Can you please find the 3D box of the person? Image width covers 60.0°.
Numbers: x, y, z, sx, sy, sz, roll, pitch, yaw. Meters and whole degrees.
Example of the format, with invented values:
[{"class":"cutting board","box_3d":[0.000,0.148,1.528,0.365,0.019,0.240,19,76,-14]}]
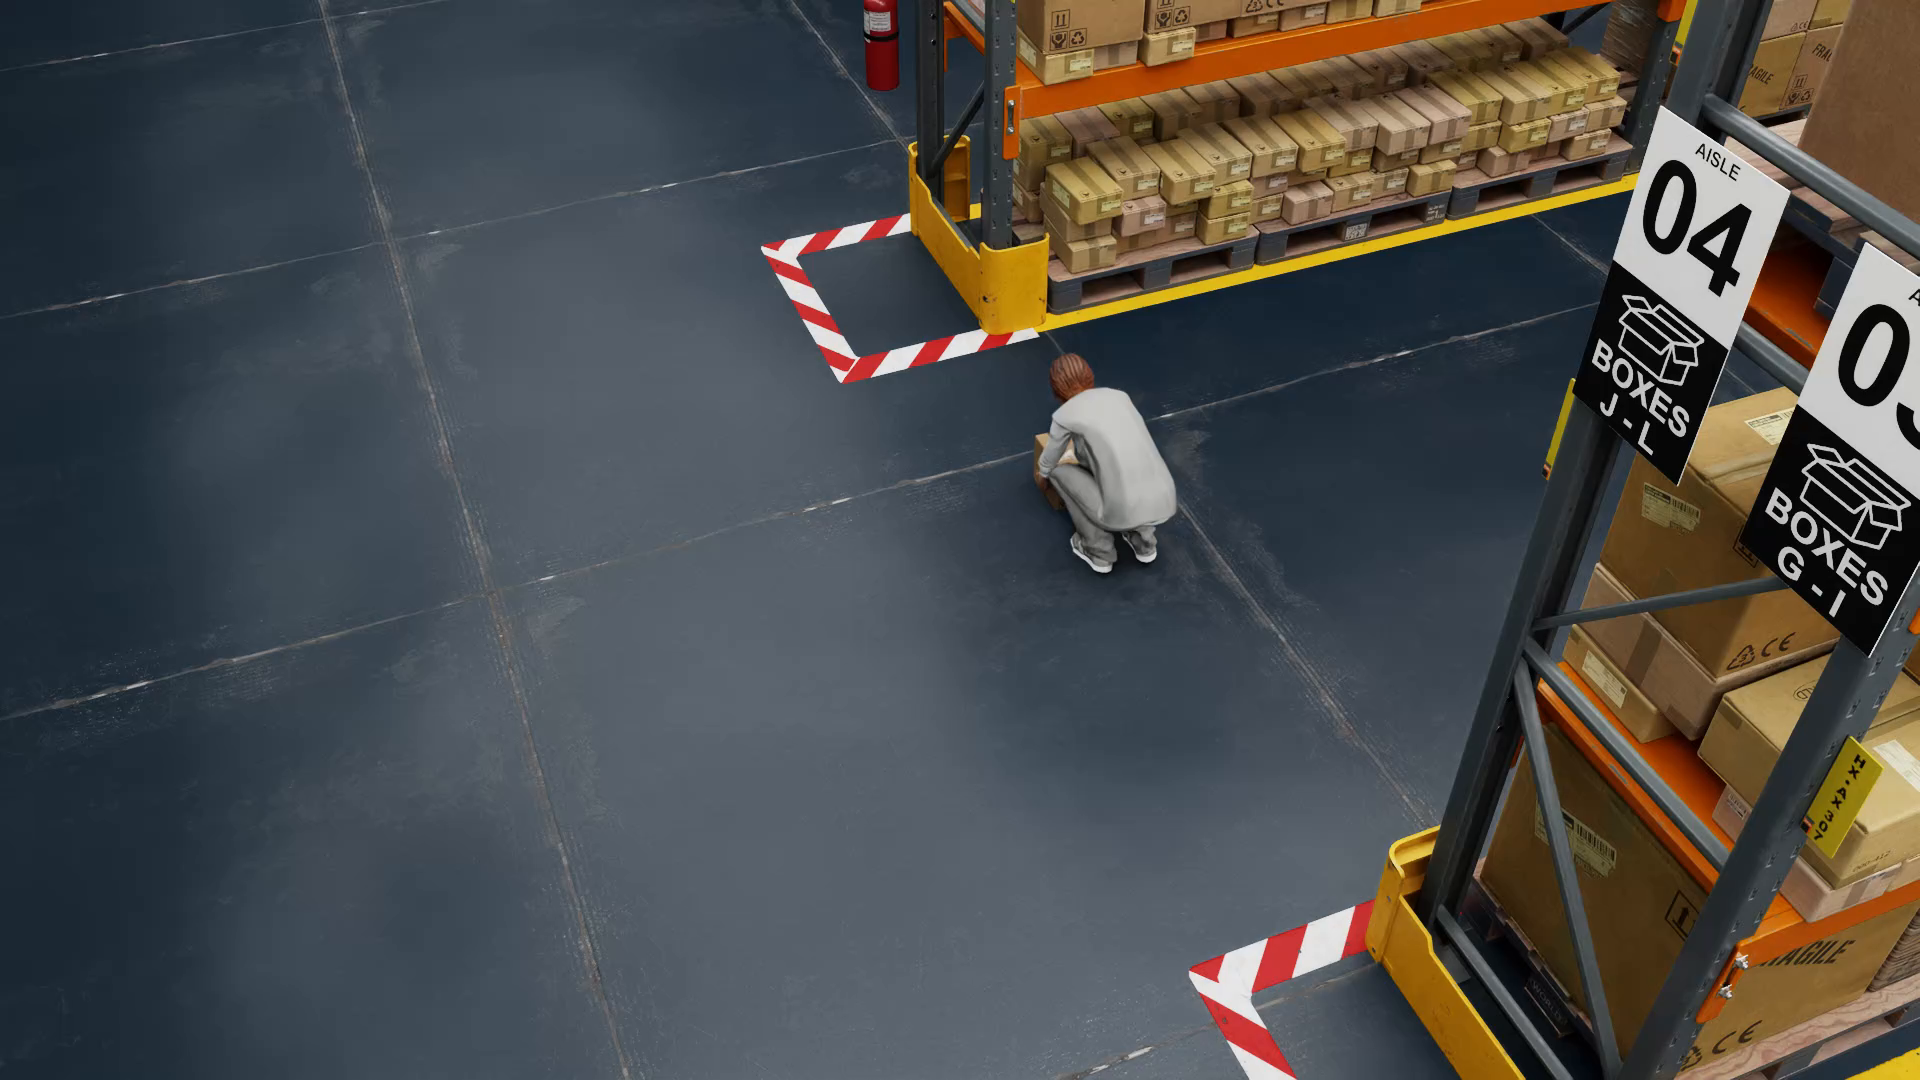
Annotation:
[{"class":"person","box_3d":[0.624,-0.309,7.122,0.436,0.775,0.804,-15,45,-16]}]
